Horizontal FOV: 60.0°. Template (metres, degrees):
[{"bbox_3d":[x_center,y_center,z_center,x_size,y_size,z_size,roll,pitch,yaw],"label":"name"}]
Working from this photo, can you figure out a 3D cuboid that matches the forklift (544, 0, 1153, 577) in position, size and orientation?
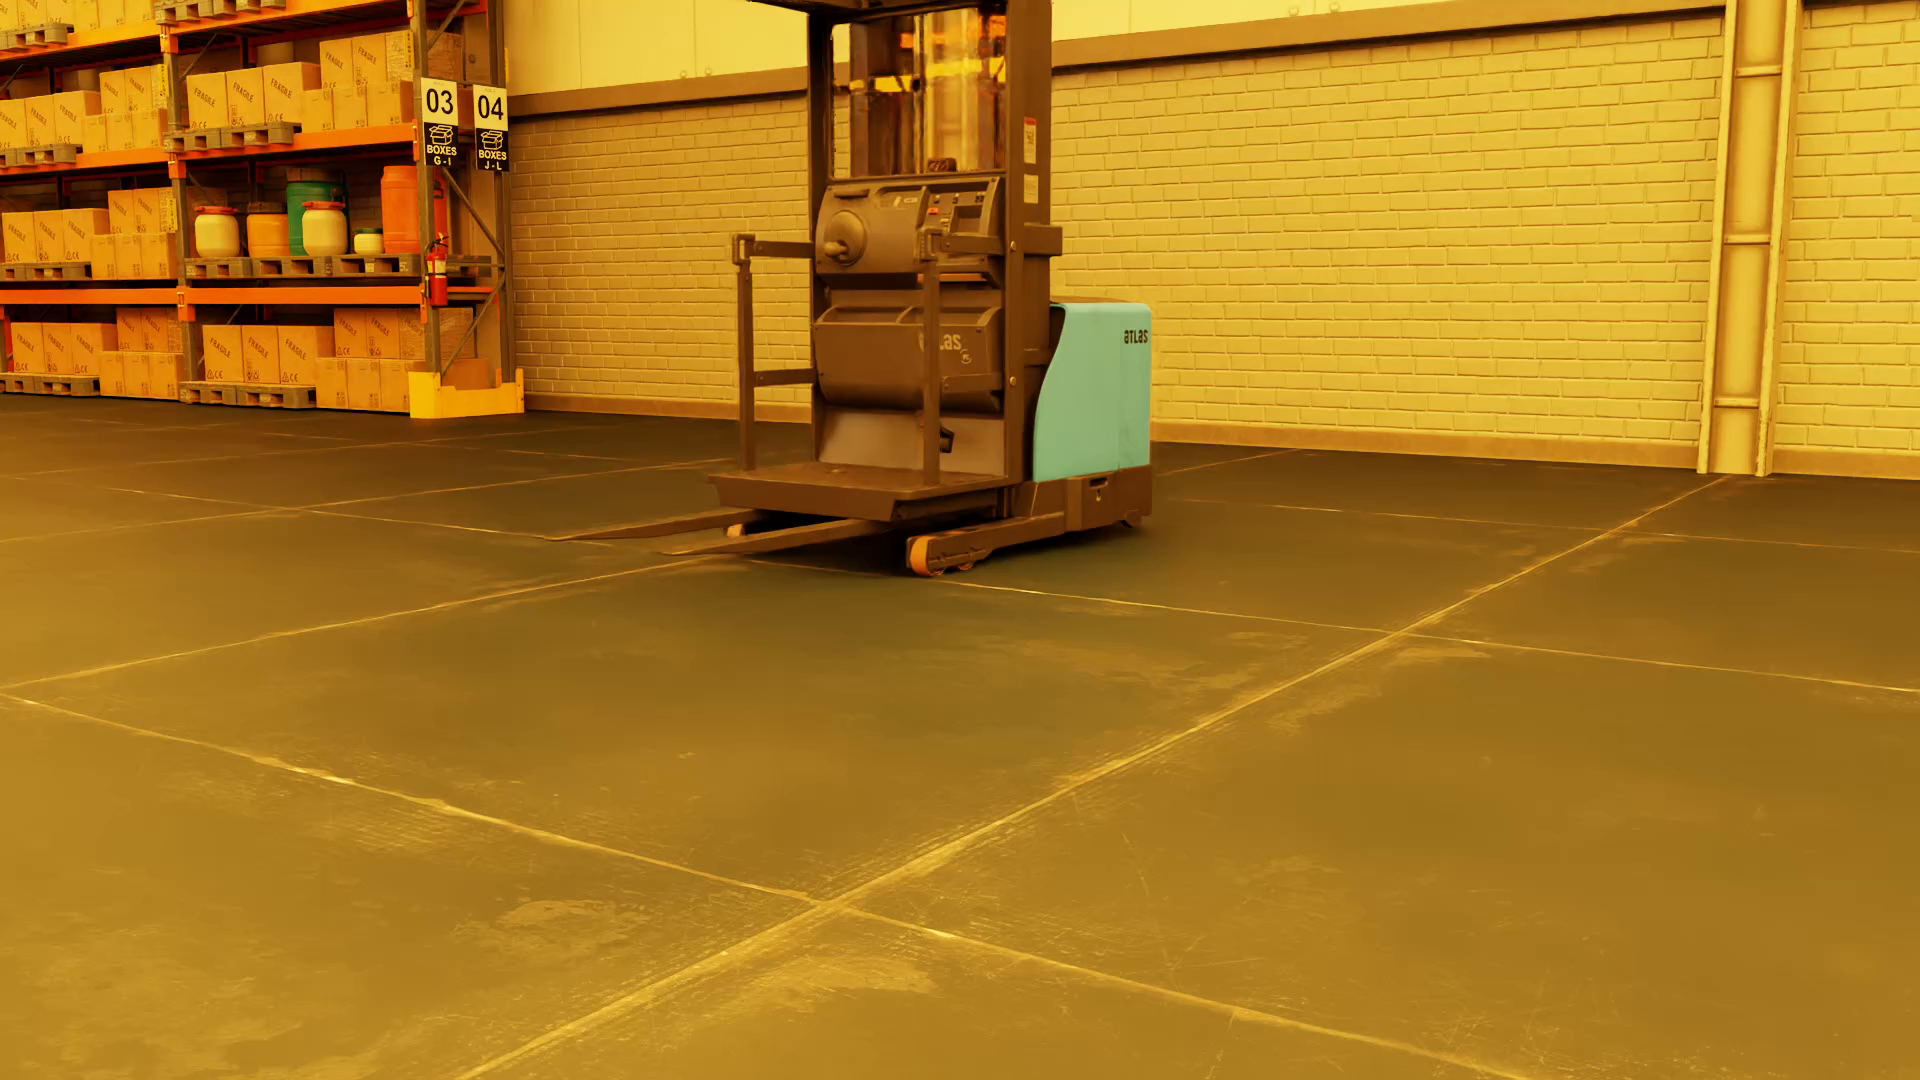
[{"bbox_3d":[-0.356,-1.381,6.905,1.130,2.935,3.031,6,10,36],"label":"forklift"}]
